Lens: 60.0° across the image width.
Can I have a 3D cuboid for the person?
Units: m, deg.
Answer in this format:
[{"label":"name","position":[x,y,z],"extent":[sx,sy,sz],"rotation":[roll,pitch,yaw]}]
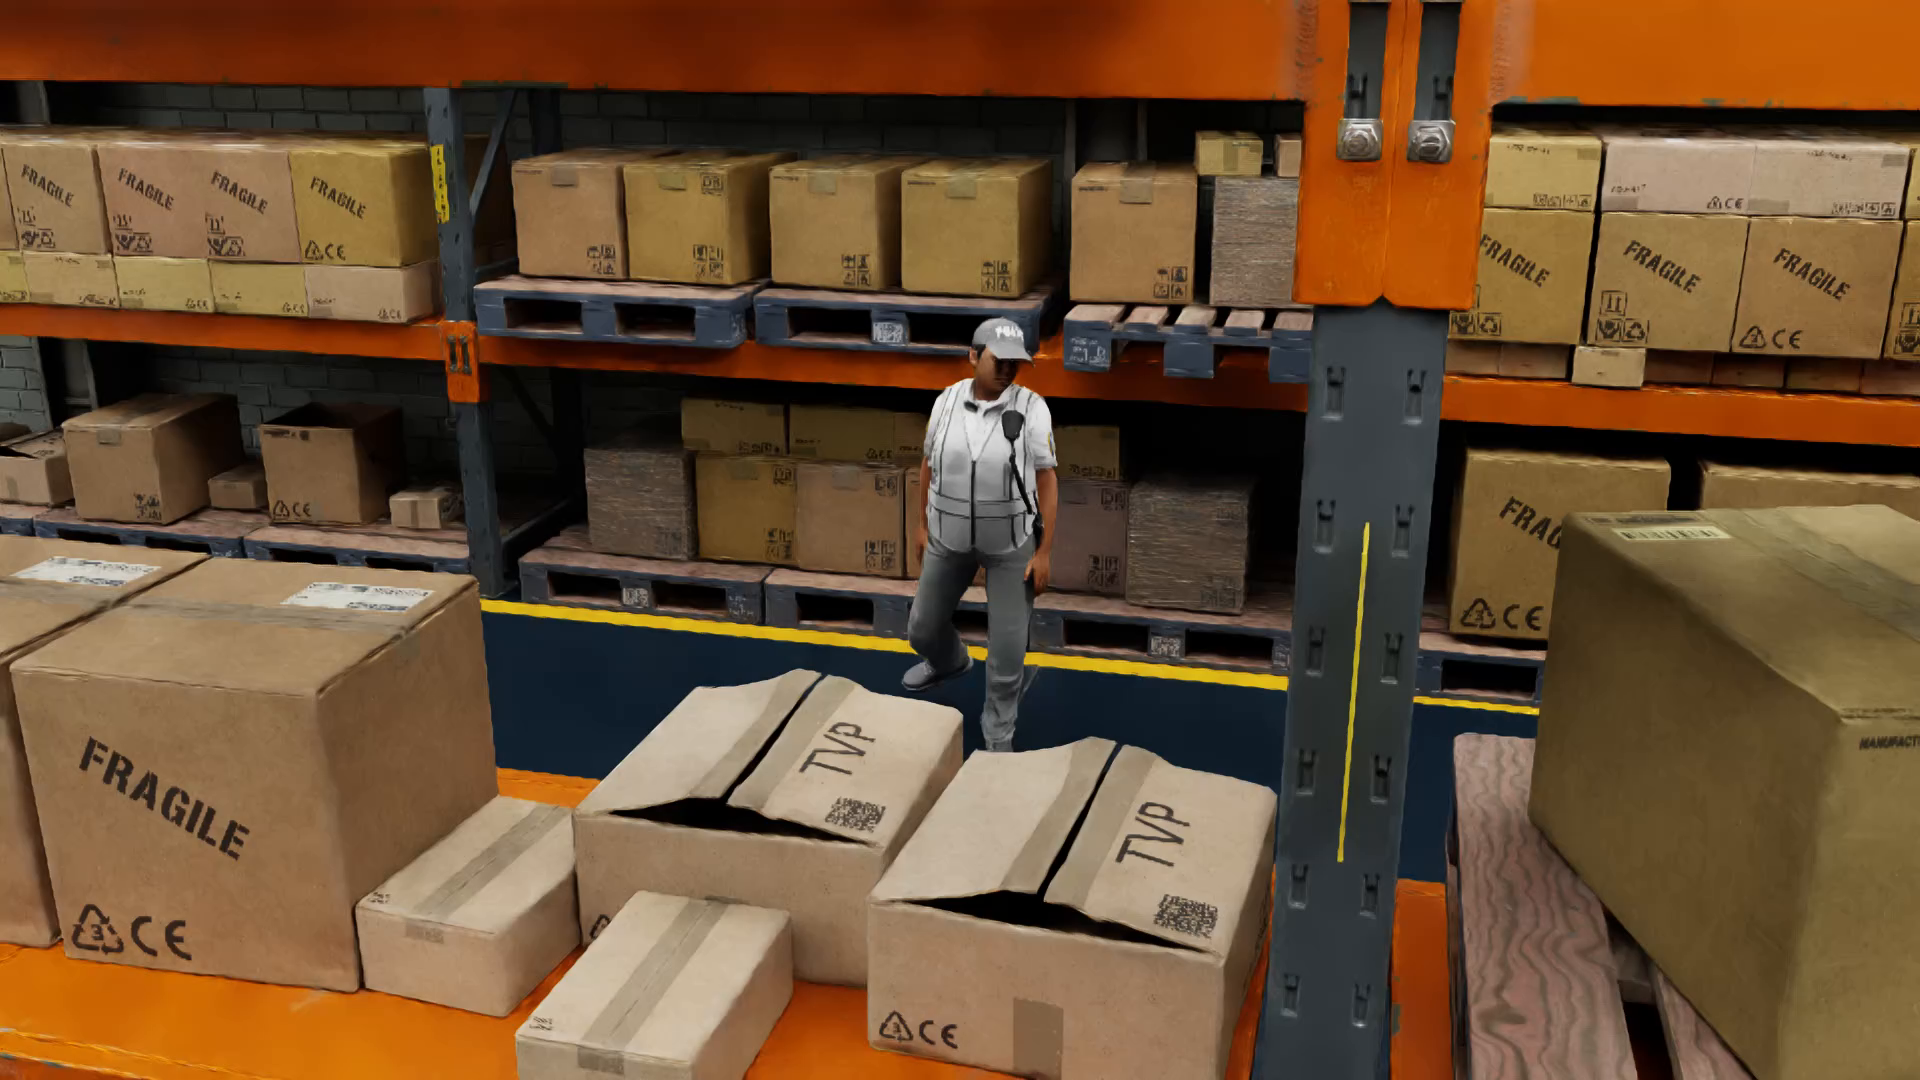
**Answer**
[{"label":"person","position":[0.039,-0.015,6.115],"extent":[0.681,1.659,0.587],"rotation":[5,19,15]}]
